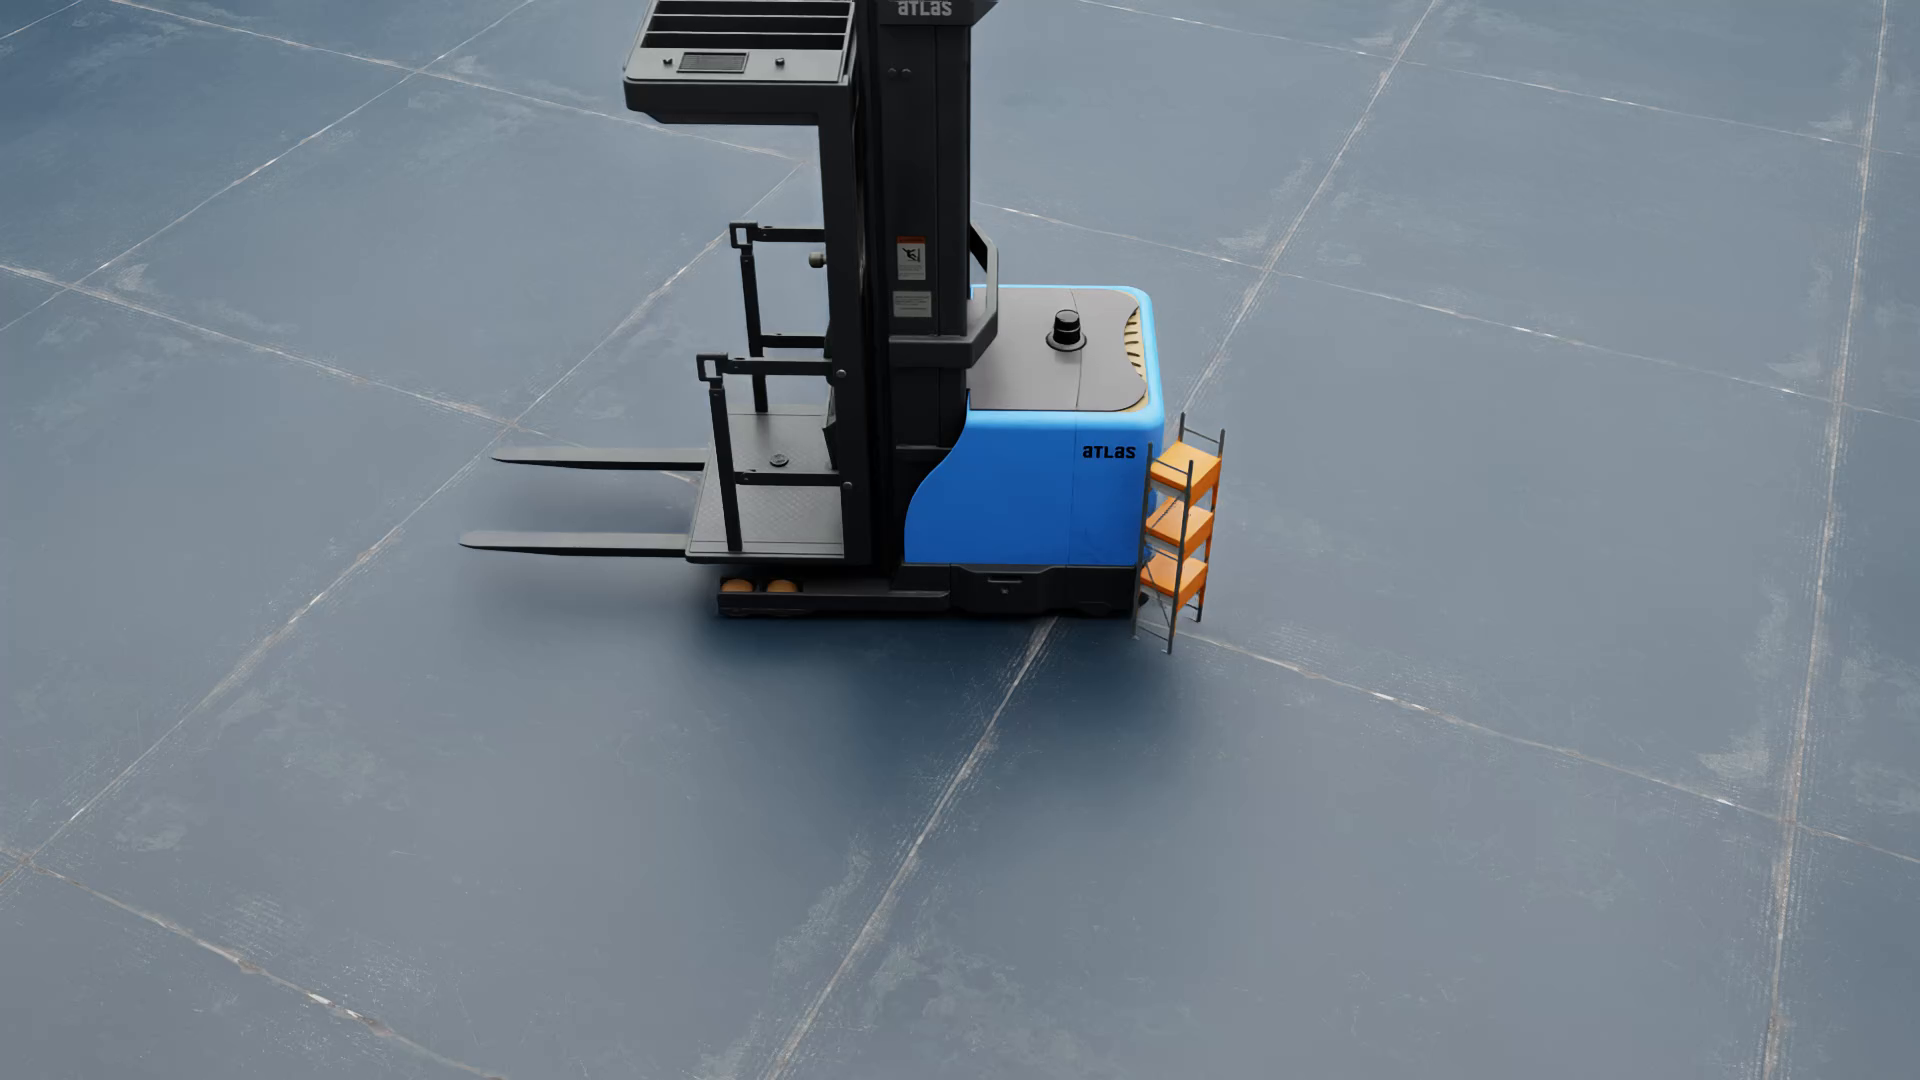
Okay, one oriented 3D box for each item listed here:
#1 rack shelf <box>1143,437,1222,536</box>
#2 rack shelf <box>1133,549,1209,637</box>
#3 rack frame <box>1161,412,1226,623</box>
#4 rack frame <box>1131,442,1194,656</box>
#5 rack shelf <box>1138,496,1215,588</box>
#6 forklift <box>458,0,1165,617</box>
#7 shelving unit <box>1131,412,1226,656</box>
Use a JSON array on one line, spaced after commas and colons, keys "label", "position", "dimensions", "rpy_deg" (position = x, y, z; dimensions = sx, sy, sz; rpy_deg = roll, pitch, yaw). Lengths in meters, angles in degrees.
[{"label": "rack shelf", "position": [0.889, -0.216, 6.664], "dimensions": [0.215, 0.259, 0.240], "rpy_deg": [26, 47, 27]}, {"label": "rack shelf", "position": [0.890, 0.207, 7.033], "dimensions": [0.215, 0.259, 0.240], "rpy_deg": [26, 47, 27]}, {"label": "rack frame", "position": [0.962, -0.075, 6.918], "dimensions": [0.200, 1.050, 0.008], "rpy_deg": [26, 47, 27]}, {"label": "rack frame", "position": [0.816, 0.054, 6.770], "dimensions": [0.200, 1.050, 0.008], "rpy_deg": [26, 47, 27]}, {"label": "rack shelf", "position": [0.889, -0.002, 6.851], "dimensions": [0.215, 0.259, 0.240], "rpy_deg": [26, 47, 27]}, {"label": "forklift", "position": [-0.675, -1.118, 6.686], "dimensions": [3.031, 2.935, 1.130], "rpy_deg": [1, 41, 1]}, {"label": "shelving unit", "position": [0.889, -0.010, 6.844], "dimensions": [0.215, 1.050, 0.252], "rpy_deg": [26, 47, 27]}]
